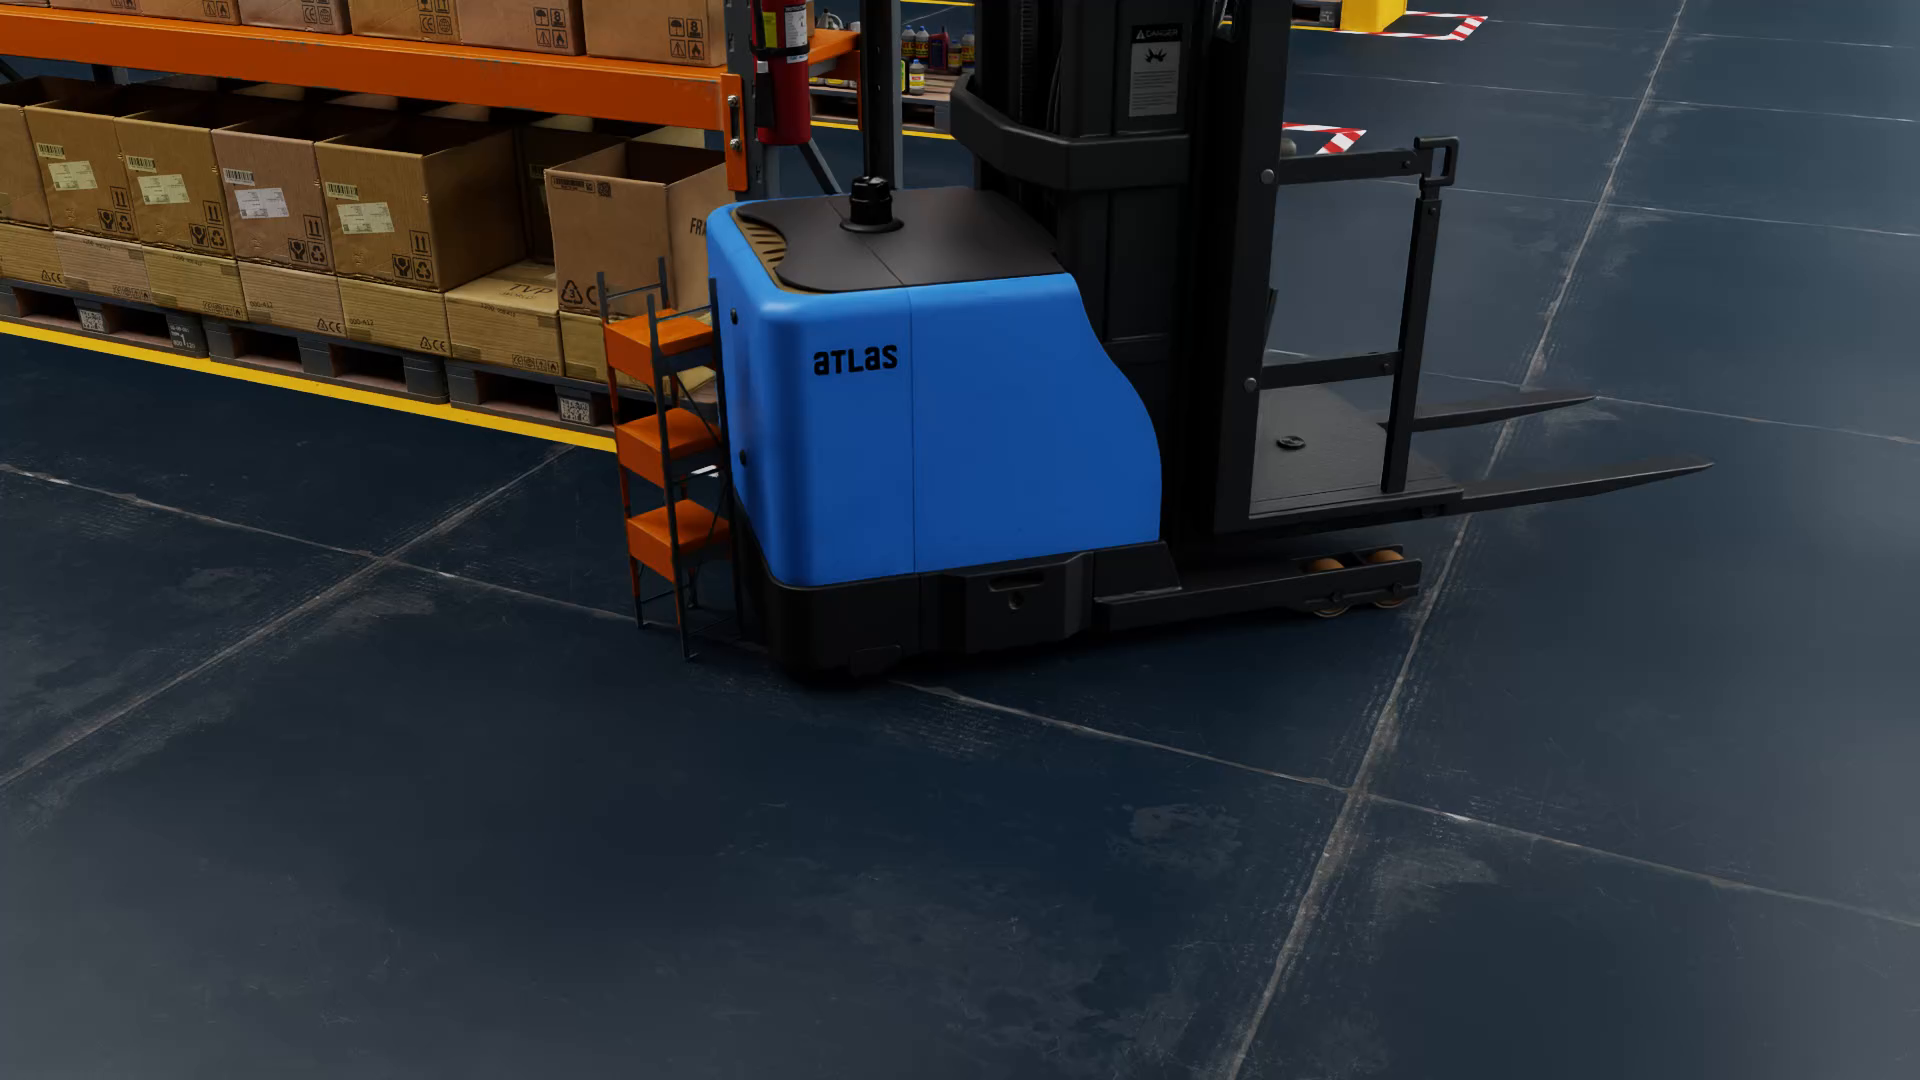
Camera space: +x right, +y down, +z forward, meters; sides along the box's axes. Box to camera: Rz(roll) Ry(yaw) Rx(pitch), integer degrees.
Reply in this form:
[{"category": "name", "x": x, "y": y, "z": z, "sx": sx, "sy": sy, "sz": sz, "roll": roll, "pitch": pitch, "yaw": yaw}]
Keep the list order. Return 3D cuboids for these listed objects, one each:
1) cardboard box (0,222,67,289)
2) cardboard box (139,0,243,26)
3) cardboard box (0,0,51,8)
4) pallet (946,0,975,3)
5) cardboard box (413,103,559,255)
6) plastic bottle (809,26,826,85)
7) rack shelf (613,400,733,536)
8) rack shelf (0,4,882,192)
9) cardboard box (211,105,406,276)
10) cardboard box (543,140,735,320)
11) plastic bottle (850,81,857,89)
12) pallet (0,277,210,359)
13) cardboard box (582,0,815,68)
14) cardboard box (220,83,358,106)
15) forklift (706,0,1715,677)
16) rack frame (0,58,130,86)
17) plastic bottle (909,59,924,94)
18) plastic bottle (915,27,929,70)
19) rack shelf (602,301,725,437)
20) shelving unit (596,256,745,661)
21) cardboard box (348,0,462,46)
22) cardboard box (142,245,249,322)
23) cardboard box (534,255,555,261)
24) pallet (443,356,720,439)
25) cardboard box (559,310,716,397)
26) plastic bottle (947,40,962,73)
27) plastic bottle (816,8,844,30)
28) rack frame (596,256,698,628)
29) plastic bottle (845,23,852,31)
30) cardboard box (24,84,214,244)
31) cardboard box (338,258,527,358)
[{"category": "cardboard box", "x": -3.818, "y": -1.295, "z": 7.122, "sx": 0.500, "sy": 0.250, "sz": 0.500, "roll": 11, "pitch": 28, "yaw": 22}, {"category": "cardboard box", "x": -2.770, "y": -2.326, "z": 6.466, "sx": 0.500, "sy": 0.500, "sz": 0.700, "roll": 12, "pitch": 29, "yaw": 23}, {"category": "cardboard box", "x": -3.708, "y": -2.513, "z": 6.846, "sx": 0.500, "sy": 0.500, "sz": 0.700, "roll": 11, "pitch": 28, "yaw": 20}, {"category": "pallet", "x": 0.616, "y": -5.170, "z": 15.512, "sx": 1.213, "sy": 0.211, "sz": 1.003, "roll": 11, "pitch": 28, "yaw": 22}, {"category": "cardboard box", "x": -1.785, "y": -1.471, "z": 6.631, "sx": 0.500, "sy": 0.500, "sz": 0.500, "roll": 11, "pitch": 28, "yaw": 22}, {"category": "plastic bottle", "x": -0.939, "y": -3.120, "z": 10.693, "sx": 0.185, "sy": 0.351, "sz": 0.144, "roll": 11, "pitch": 28, "yaw": 21}, {"category": "rack shelf", "x": -0.770, "y": -0.198, "z": 4.483, "sx": 0.215, "sy": 0.259, "sz": 0.240, "roll": -22, "pitch": 34, "yaw": -35}, {"category": "rack shelf", "x": -2.294, "y": -1.859, "z": 6.444, "sx": 4.000, "sy": 0.370, "sz": 1.077, "roll": 11, "pitch": 28, "yaw": 22}, {"category": "cardboard box", "x": -2.455, "y": -1.354, "z": 6.393, "sx": 0.500, "sy": 0.500, "sz": 0.500, "roll": 11, "pitch": 28, "yaw": 22}, {"category": "cardboard box", "x": -1.084, "y": -1.085, "z": 5.847, "sx": 0.500, "sy": 0.500, "sz": 0.500, "roll": 11, "pitch": 28, "yaw": 22}, {"category": "plastic bottle", "x": -0.617, "y": -3.024, "z": 10.582, "sx": 0.135, "sy": 0.276, "sz": 0.152, "roll": 11, "pitch": 28, "yaw": 20}, {"category": "pallet", "x": -3.408, "y": -1.134, "z": 7.314, "sx": 1.213, "sy": 0.211, "sz": 1.003, "roll": 11, "pitch": 28, "yaw": 22}, {"category": "cardboard box", "x": -0.893, "y": -1.951, "z": 5.704, "sx": 0.500, "sy": 0.500, "sz": 0.700, "roll": 11, "pitch": 28, "yaw": 22}, {"category": "cardboard box", "x": -2.694, "y": -1.655, "z": 7.005, "sx": 0.500, "sy": 0.500, "sz": 0.500, "roll": 11, "pitch": 28, "yaw": 22}, {"category": "forklift", "x": 0.833, "y": -1.307, "z": 4.587, "sx": 3.031, "sy": 2.935, "sz": 1.130, "roll": -7, "pitch": 27, "yaw": -15}, {"category": "rack frame", "x": -4.114, "y": -2.547, "z": 7.028, "sx": 0.127, "sy": 3.000, "sz": 1.000, "roll": 11, "pitch": 28, "yaw": 22}, {"category": "plastic bottle", "x": -0.272, "y": -2.908, "z": 10.431, "sx": 0.097, "sy": 0.201, "sz": 0.097, "roll": 0, "pitch": 26, "yaw": 0}, {"category": "plastic bottle", "x": -0.253, "y": -3.300, "z": 11.147, "sx": 0.097, "sy": 0.271, "sz": 0.097, "roll": 0, "pitch": 26, "yaw": 0}, {"category": "rack shelf", "x": -0.773, "y": -0.451, "z": 4.355, "sx": 0.215, "sy": 0.259, "sz": 0.240, "roll": -22, "pitch": 34, "yaw": -35}, {"category": "shelving unit", "x": -0.770, "y": -0.207, "z": 4.478, "sx": 0.215, "sy": 1.050, "sz": 0.252, "roll": -22, "pitch": 34, "yaw": -35}, {"category": "cardboard box", "x": -1.822, "y": -2.138, "z": 6.084, "sx": 0.500, "sy": 0.500, "sz": 0.700, "roll": 12, "pitch": 28, "yaw": 22}, {"category": "cardboard box", "x": -2.911, "y": -1.108, "z": 6.743, "sx": 0.500, "sy": 0.250, "sz": 0.500, "roll": 11, "pitch": 28, "yaw": 22}, {"category": "cardboard box", "x": -1.326, "y": -1.048, "z": 6.620, "sx": 0.500, "sy": 0.250, "sz": 0.500, "roll": 11, "pitch": 28, "yaw": 22}, {"category": "pallet", "x": -1.186, "y": -0.688, "z": 6.408, "sx": 1.213, "sy": 0.211, "sz": 1.003, "roll": 11, "pitch": 28, "yaw": 22}, {"category": "cardboard box", "x": -1.083, "y": -0.750, "z": 6.015, "sx": 0.500, "sy": 0.250, "sz": 0.500, "roll": 11, "pitch": 28, "yaw": 22}, {"category": "plastic bottle", "x": -0.035, "y": -3.224, "z": 11.073, "sx": 0.097, "sy": 0.201, "sz": 0.097, "roll": 0, "pitch": 26, "yaw": 0}, {"category": "plastic bottle", "x": -0.886, "y": -3.451, "z": 11.365, "sx": 0.185, "sy": 0.351, "sz": 0.144, "roll": 11, "pitch": 28, "yaw": 21}, {"category": "rack frame", "x": -0.849, "y": -0.248, "z": 4.561, "sx": 0.200, "sy": 1.050, "sz": 0.008, "roll": -22, "pitch": 34, "yaw": -35}, {"category": "plastic bottle", "x": -0.783, "y": -3.347, "z": 11.229, "sx": 0.133, "sy": 0.283, "sz": 0.061, "roll": 11, "pitch": 28, "yaw": 22}, {"category": "cardboard box", "x": -3.363, "y": -1.539, "z": 6.769, "sx": 0.500, "sy": 0.500, "sz": 0.500, "roll": 11, "pitch": 28, "yaw": 22}, {"category": "cardboard box", "x": -1.999, "y": -0.927, "z": 6.375, "sx": 0.500, "sy": 0.250, "sz": 0.500, "roll": 11, "pitch": 28, "yaw": 22}]
